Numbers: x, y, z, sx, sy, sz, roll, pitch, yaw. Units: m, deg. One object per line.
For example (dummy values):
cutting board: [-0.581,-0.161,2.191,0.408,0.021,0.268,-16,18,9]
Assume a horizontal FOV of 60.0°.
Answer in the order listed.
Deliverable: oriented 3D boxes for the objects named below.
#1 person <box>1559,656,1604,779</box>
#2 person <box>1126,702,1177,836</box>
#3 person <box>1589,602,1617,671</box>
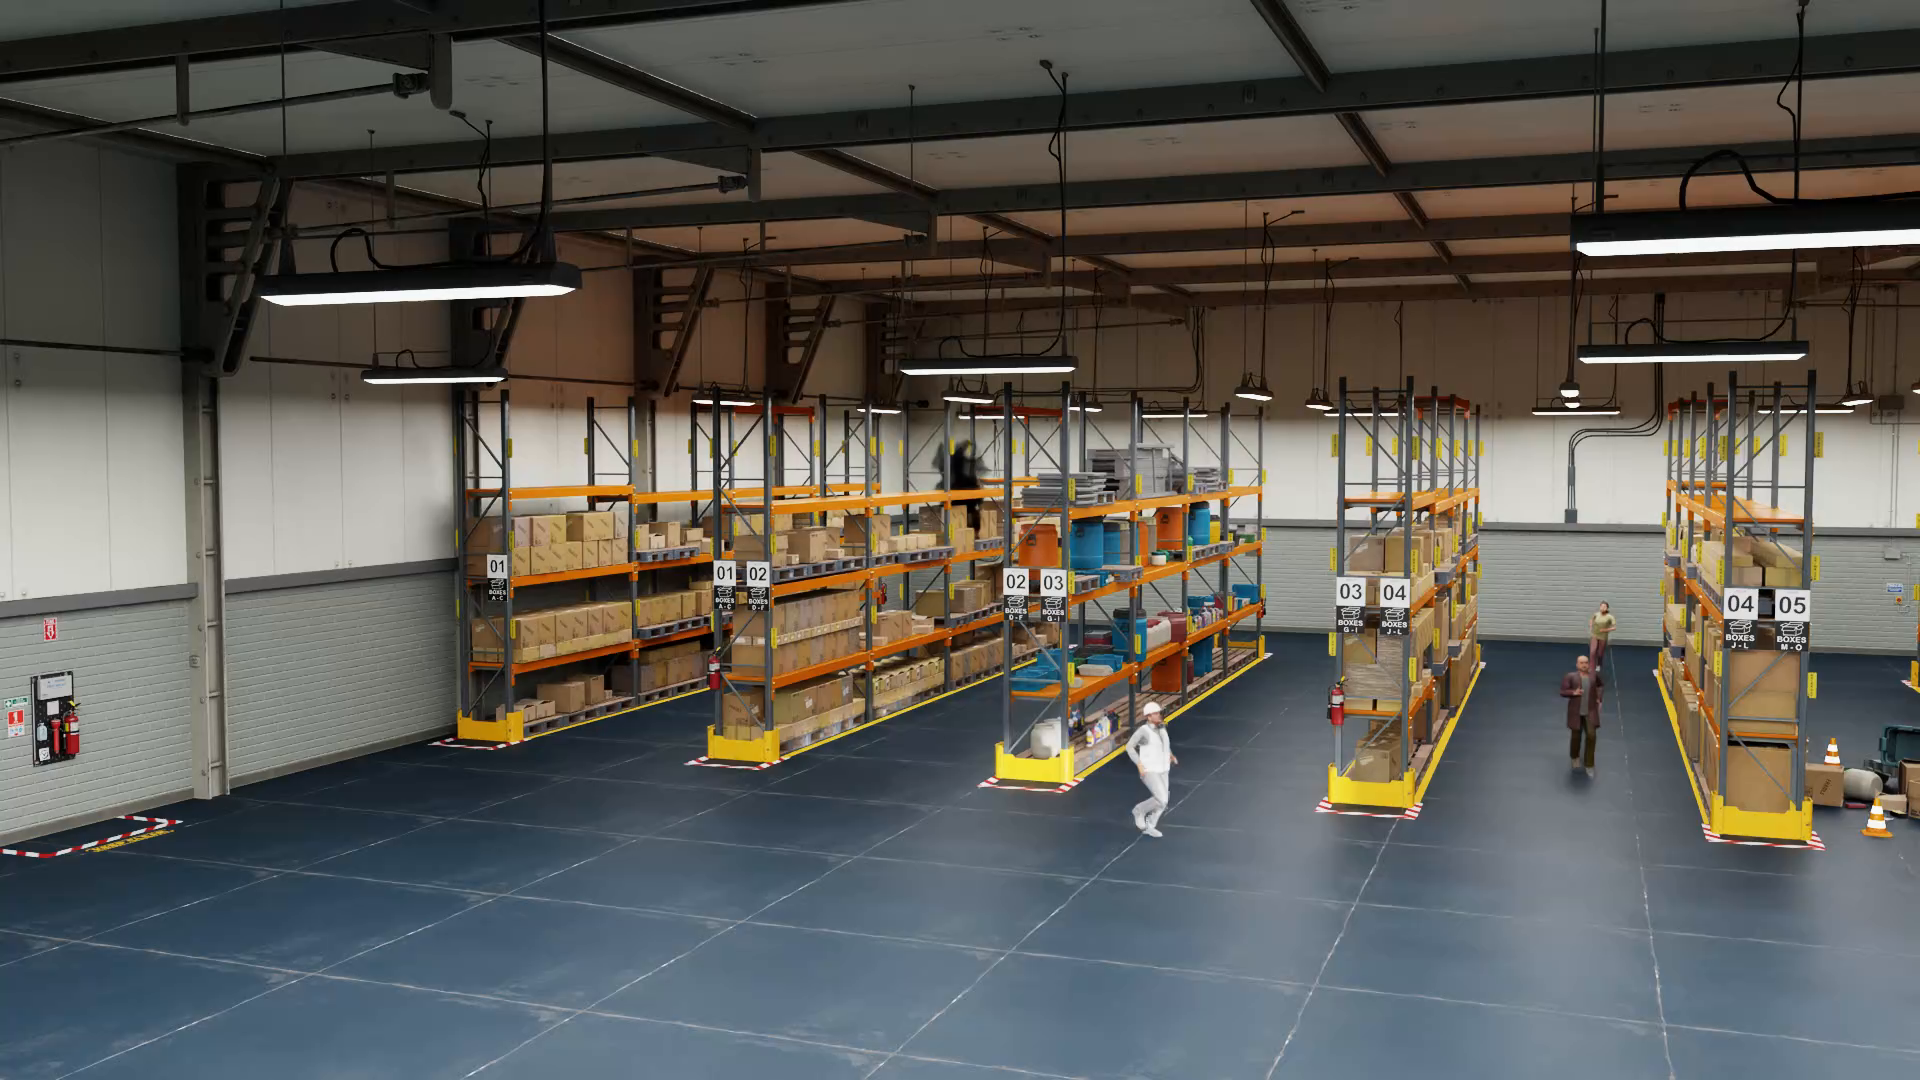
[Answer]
person: [9.555,2.685,25.540,0.690,1.819,0.910,1,3,13]
person: [2.530,2.959,21.379,0.658,1.731,0.547,-3,4,-43]
person: [14.145,2.180,36.617,0.615,1.650,0.855,2,4,36]
